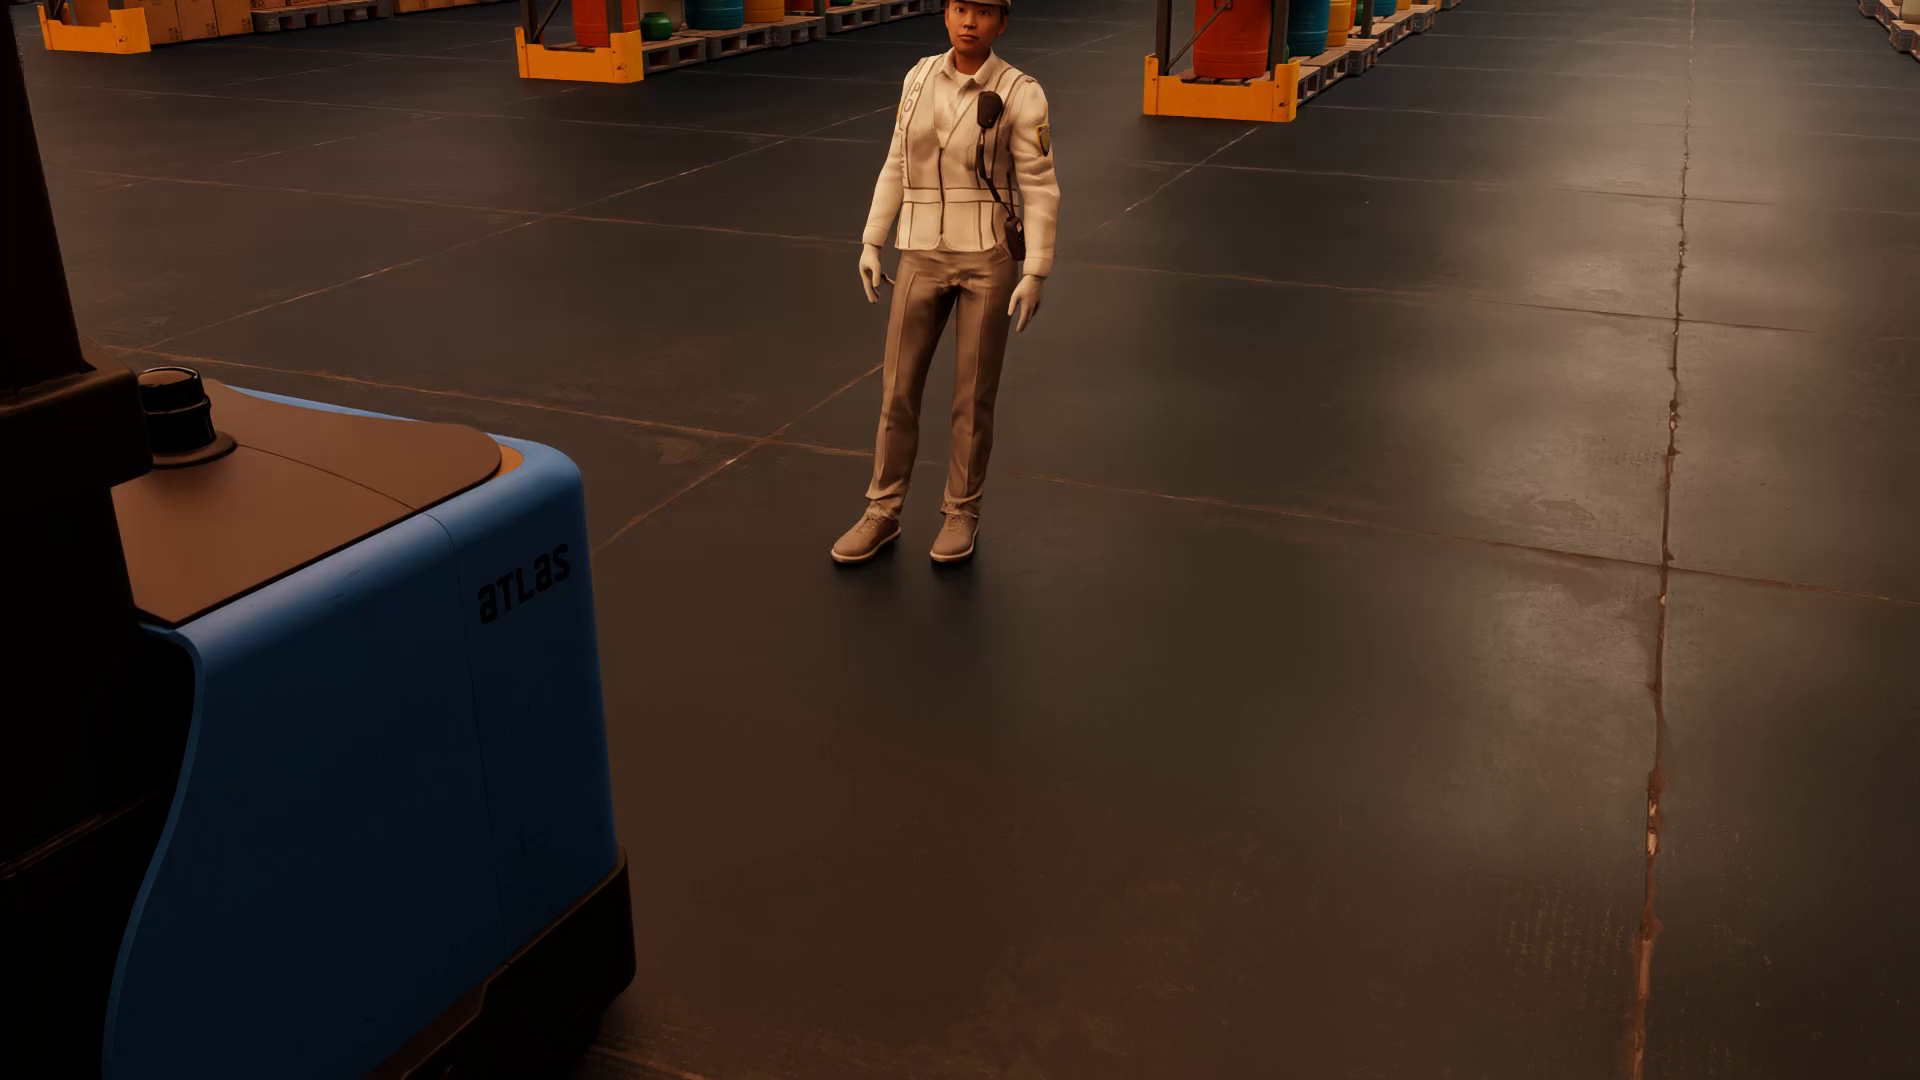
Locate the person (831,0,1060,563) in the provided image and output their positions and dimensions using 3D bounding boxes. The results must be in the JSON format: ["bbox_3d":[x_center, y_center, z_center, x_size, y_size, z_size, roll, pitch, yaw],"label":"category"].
[{"bbox_3d":[-0.033,-0.765,4.707,0.586,1.694,0.530,9,24,21],"label":"person"}]

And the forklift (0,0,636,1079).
[{"bbox_3d":[-1.691,-0.082,1.488,1.130,2.935,3.031,11,25,24],"label":"forklift"}]
